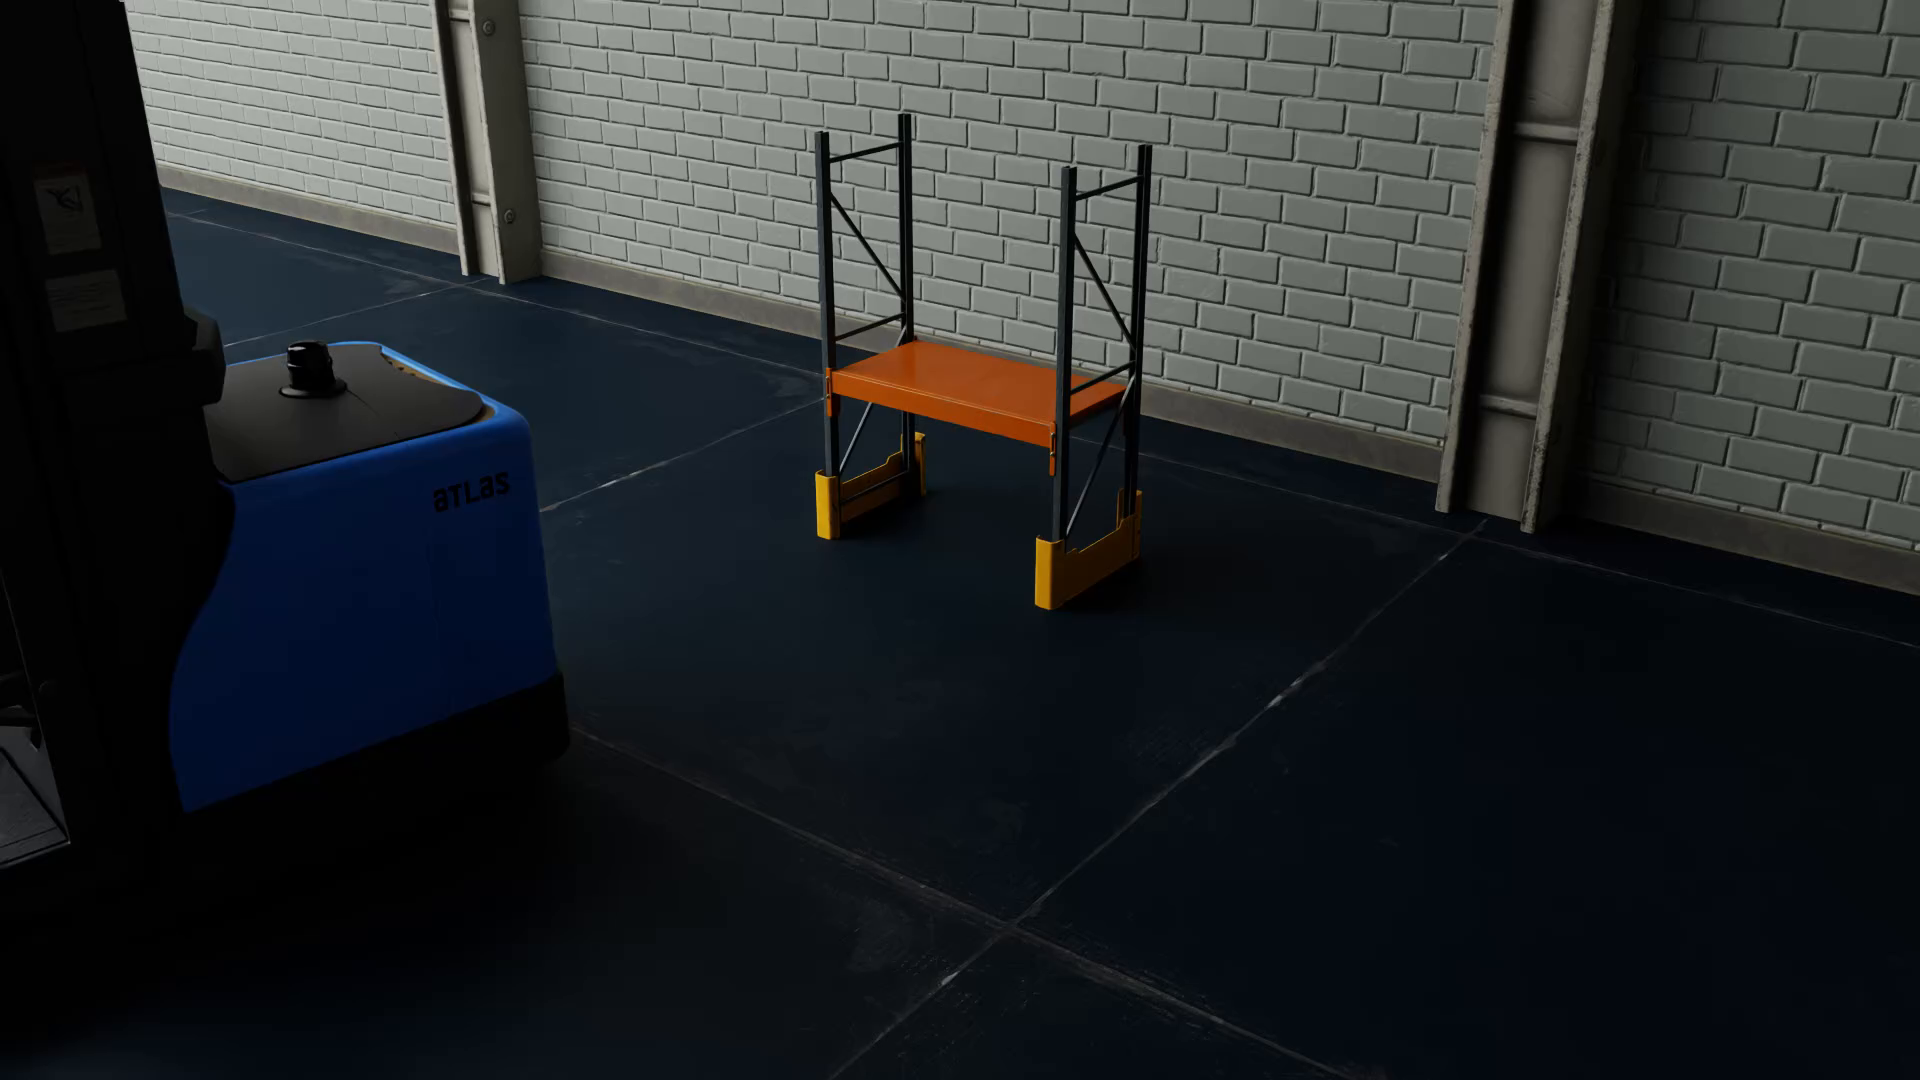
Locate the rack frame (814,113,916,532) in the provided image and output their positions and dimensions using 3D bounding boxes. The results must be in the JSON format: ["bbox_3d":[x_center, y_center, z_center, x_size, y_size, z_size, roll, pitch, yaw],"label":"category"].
[{"bbox_3d":[-0.339,-0.789,6.180,0.032,1.500,0.500,17,29,33],"label":"rack frame"}]

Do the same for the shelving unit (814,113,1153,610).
[{"bbox_3d":[0.061,-0.668,5.906,1.083,1.500,0.587,17,29,33],"label":"shelving unit"}]

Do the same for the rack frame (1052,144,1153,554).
[{"bbox_3d":[0.475,-0.543,5.622,0.032,1.500,0.500,17,29,33],"label":"rack frame"}]

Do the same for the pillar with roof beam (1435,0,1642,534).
[{"bbox_3d":[-0.471,-2.848,1.554,0.400,9.000,9.100,17,29,33],"label":"pillar with roof beam"}]

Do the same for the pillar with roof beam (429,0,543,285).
[{"bbox_3d":[-5.272,-4.299,4.847,0.400,9.000,9.100,17,29,33],"label":"pillar with roof beam"}]

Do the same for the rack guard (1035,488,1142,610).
[{"bbox_3d":[0.459,0.024,5.884,0.087,0.250,0.587,17,29,33],"label":"rack guard"}]

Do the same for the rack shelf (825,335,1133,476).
[{"bbox_3d":[0.068,-0.501,5.973,1.000,0.185,0.538,17,29,33],"label":"rack shelf"}]

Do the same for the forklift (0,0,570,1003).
[{"bbox_3d":[-2.538,-0.426,3.581,3.031,2.935,1.130,-20,31,-38],"label":"forklift"}]

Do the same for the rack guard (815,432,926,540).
[{"bbox_3d":[-0.338,-0.216,6.431,0.087,0.250,0.587,17,29,33],"label":"rack guard"}]
